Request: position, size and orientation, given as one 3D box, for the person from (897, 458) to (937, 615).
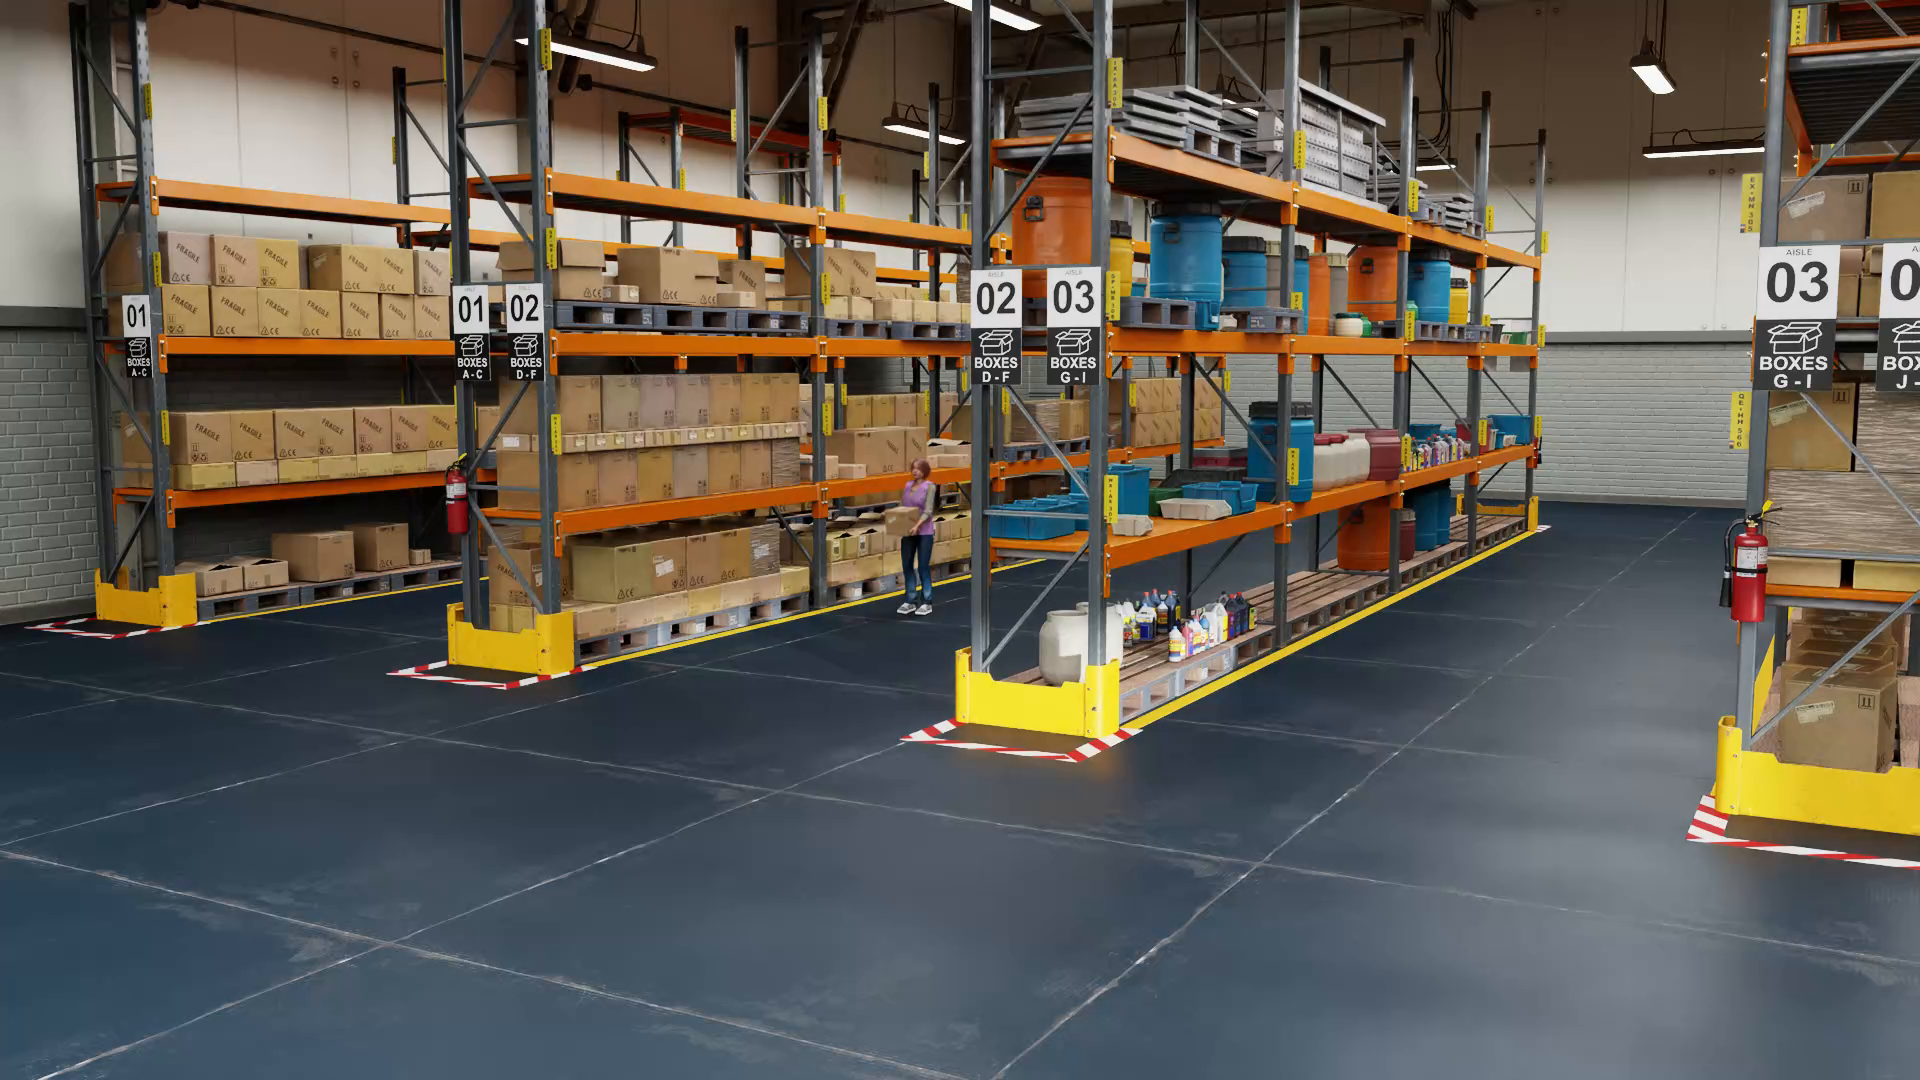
[{"bbox_3d":[-0.478,-0.036,16.897,0.419,1.594,0.492,4,7,32],"label":"person"}]
